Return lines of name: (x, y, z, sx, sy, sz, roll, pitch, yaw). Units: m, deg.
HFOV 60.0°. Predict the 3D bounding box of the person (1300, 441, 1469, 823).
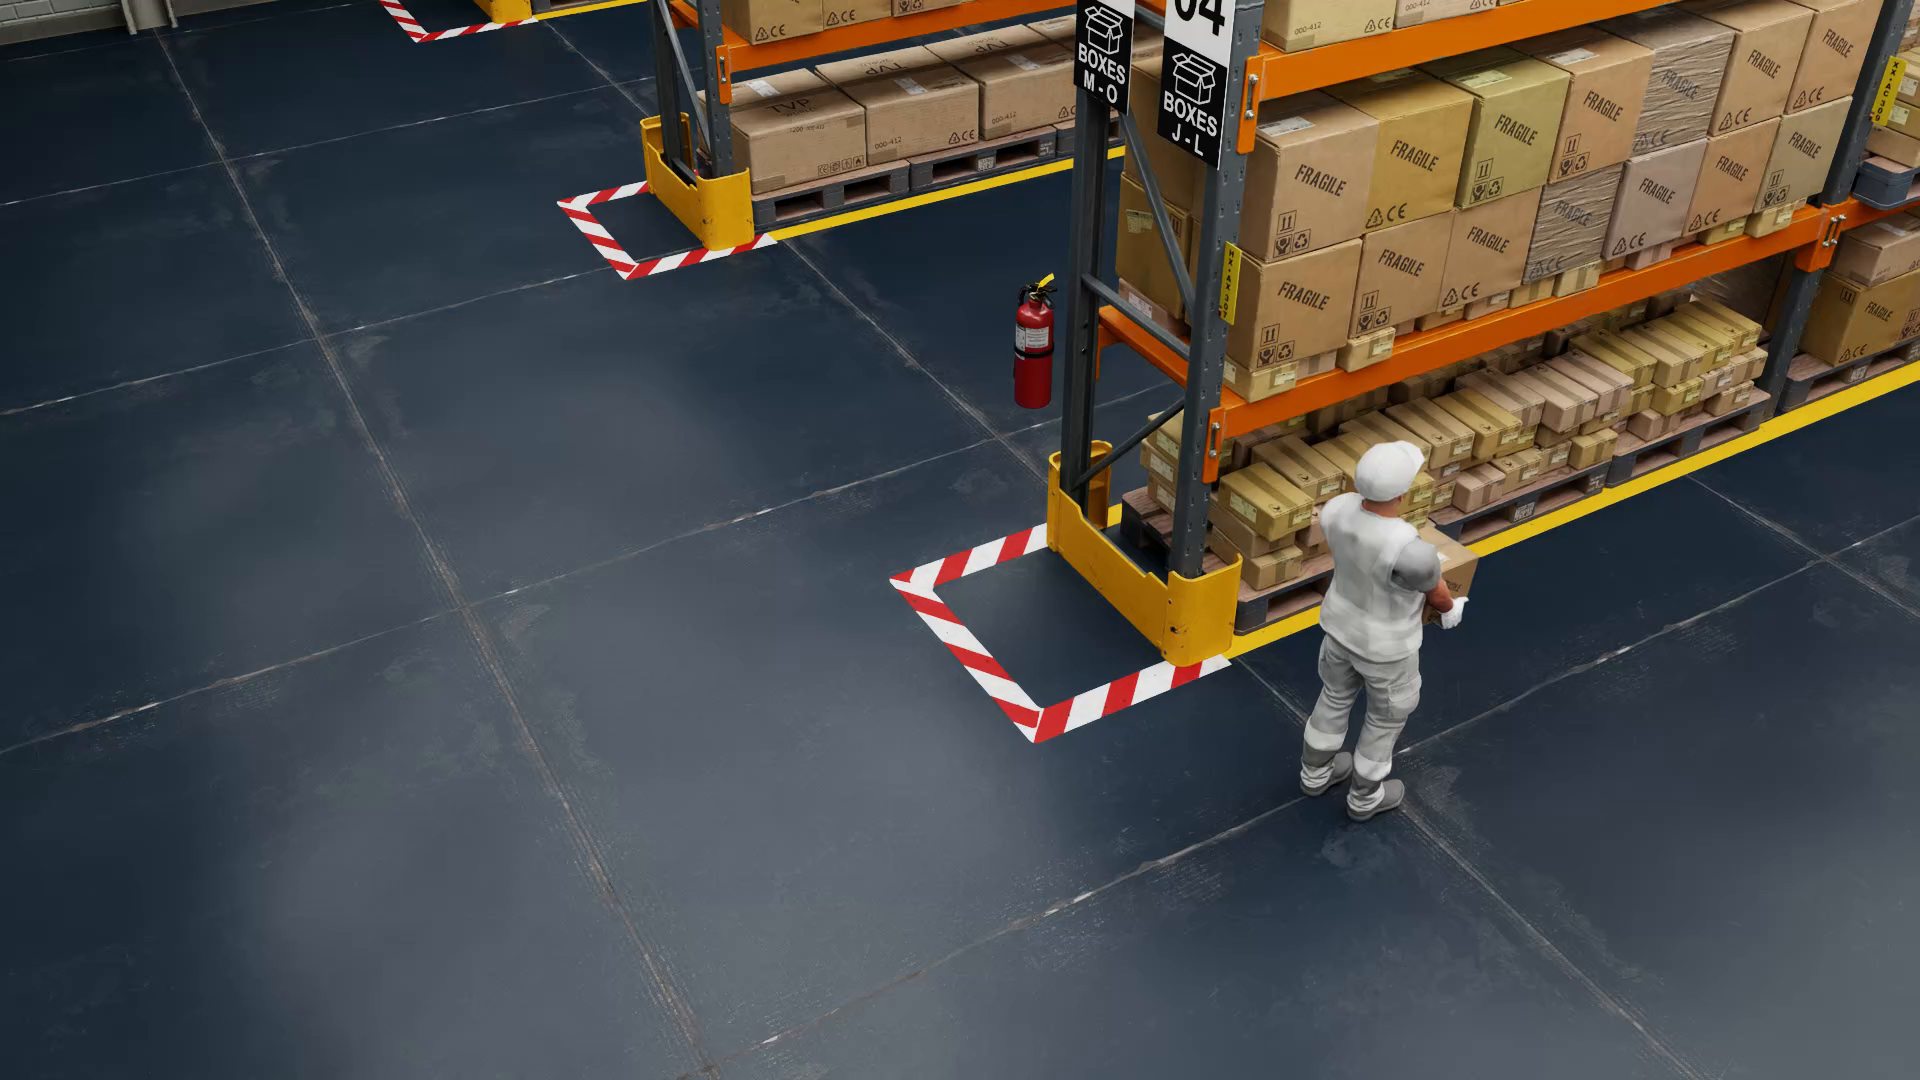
person: (1.656, 0.328, 6.471, 0.572, 1.782, 0.493, -24, 43, -28)
